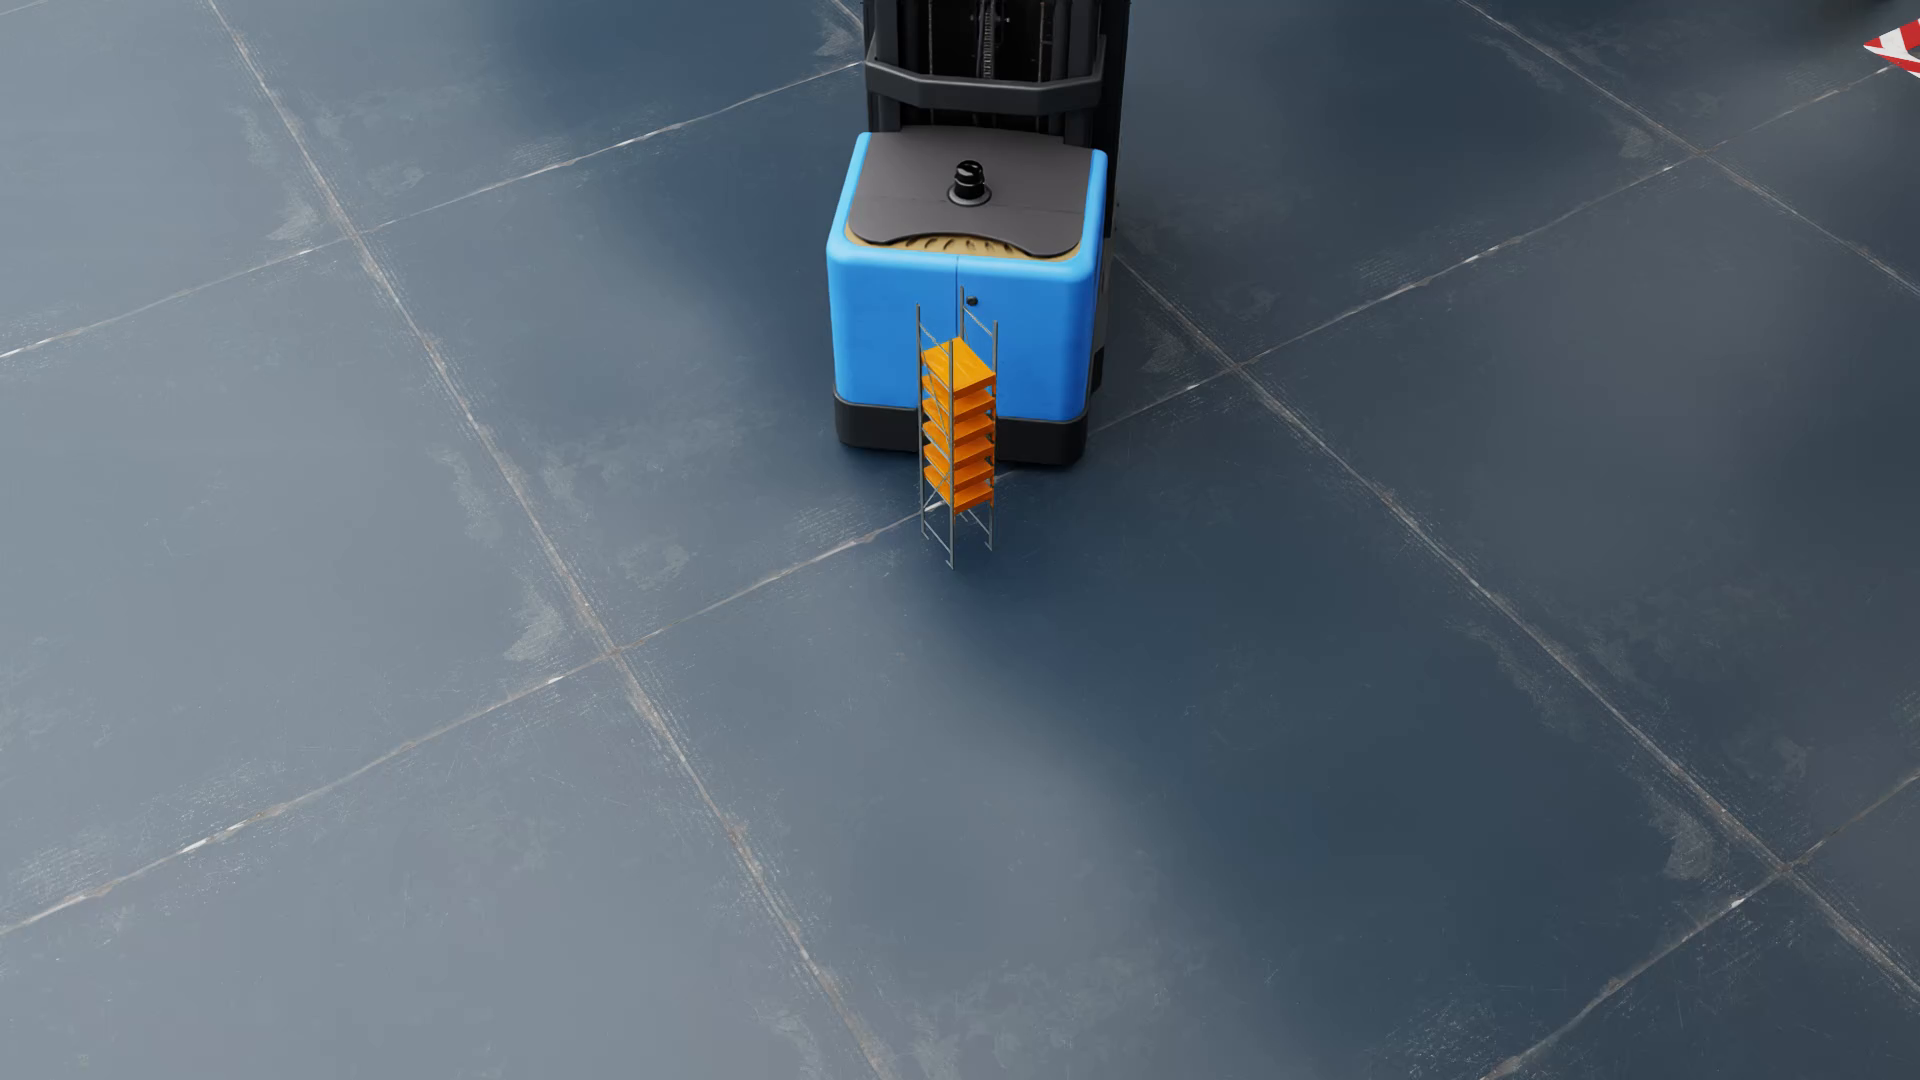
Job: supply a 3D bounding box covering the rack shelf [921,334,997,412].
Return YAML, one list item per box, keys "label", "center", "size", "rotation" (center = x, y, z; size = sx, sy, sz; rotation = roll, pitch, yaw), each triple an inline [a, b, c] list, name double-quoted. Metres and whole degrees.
- label: "rack shelf"
  center: [-0.012, -0.603, 6.006]
  size: [0.180, 0.103, 0.258]
  rotation: [-25, 53, -21]

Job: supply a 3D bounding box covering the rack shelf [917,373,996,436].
- label: "rack shelf"
  center: [-0.012, -0.523, 6.096]
  size: [0.180, 0.103, 0.258]
  rotation: [-25, 53, -21]

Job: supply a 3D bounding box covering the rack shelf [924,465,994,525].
- label: "rack shelf"
  center: [-0.012, -0.204, 6.455]
  size: [0.180, 0.103, 0.258]
  rotation: [-25, 53, -21]

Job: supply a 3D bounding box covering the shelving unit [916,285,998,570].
- label: "shelving unit"
  center: [-0.012, -0.393, 6.242]
  size: [0.189, 1.200, 0.258]
  rotation: [-25, 53, -21]

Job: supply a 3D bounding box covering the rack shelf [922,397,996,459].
- label: "rack shelf"
  center: [-0.012, -0.444, 6.186]
  size: [0.180, 0.103, 0.258]
  rotation: [-25, 53, -21]

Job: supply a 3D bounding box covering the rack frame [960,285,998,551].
- label: "rack frame"
  center: [0.065, -0.430, 6.275]
  size: [0.006, 1.200, 0.240]
  rotation: [-25, 53, -21]

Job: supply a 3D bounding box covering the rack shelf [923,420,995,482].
- label: "rack shelf"
  center: [-0.012, -0.364, 6.275]
  size: [0.180, 0.103, 0.258]
  rotation: [-25, 53, -21]

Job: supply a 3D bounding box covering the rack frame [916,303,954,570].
- label: "rack frame"
  center: [-0.090, -0.357, 6.210]
  size: [0.006, 1.200, 0.240]
  rotation: [-25, 53, -21]

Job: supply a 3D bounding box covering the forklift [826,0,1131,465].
- label: "forklift"
  center: [0.178, -2.398, 6.868]
  size: [1.130, 2.935, 3.031]
  rotation: [5, 49, 5]

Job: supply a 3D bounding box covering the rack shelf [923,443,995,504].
- label: "rack shelf"
  center: [-0.012, -0.284, 6.365]
  size: [0.180, 0.103, 0.258]
  rotation: [-25, 53, -21]
